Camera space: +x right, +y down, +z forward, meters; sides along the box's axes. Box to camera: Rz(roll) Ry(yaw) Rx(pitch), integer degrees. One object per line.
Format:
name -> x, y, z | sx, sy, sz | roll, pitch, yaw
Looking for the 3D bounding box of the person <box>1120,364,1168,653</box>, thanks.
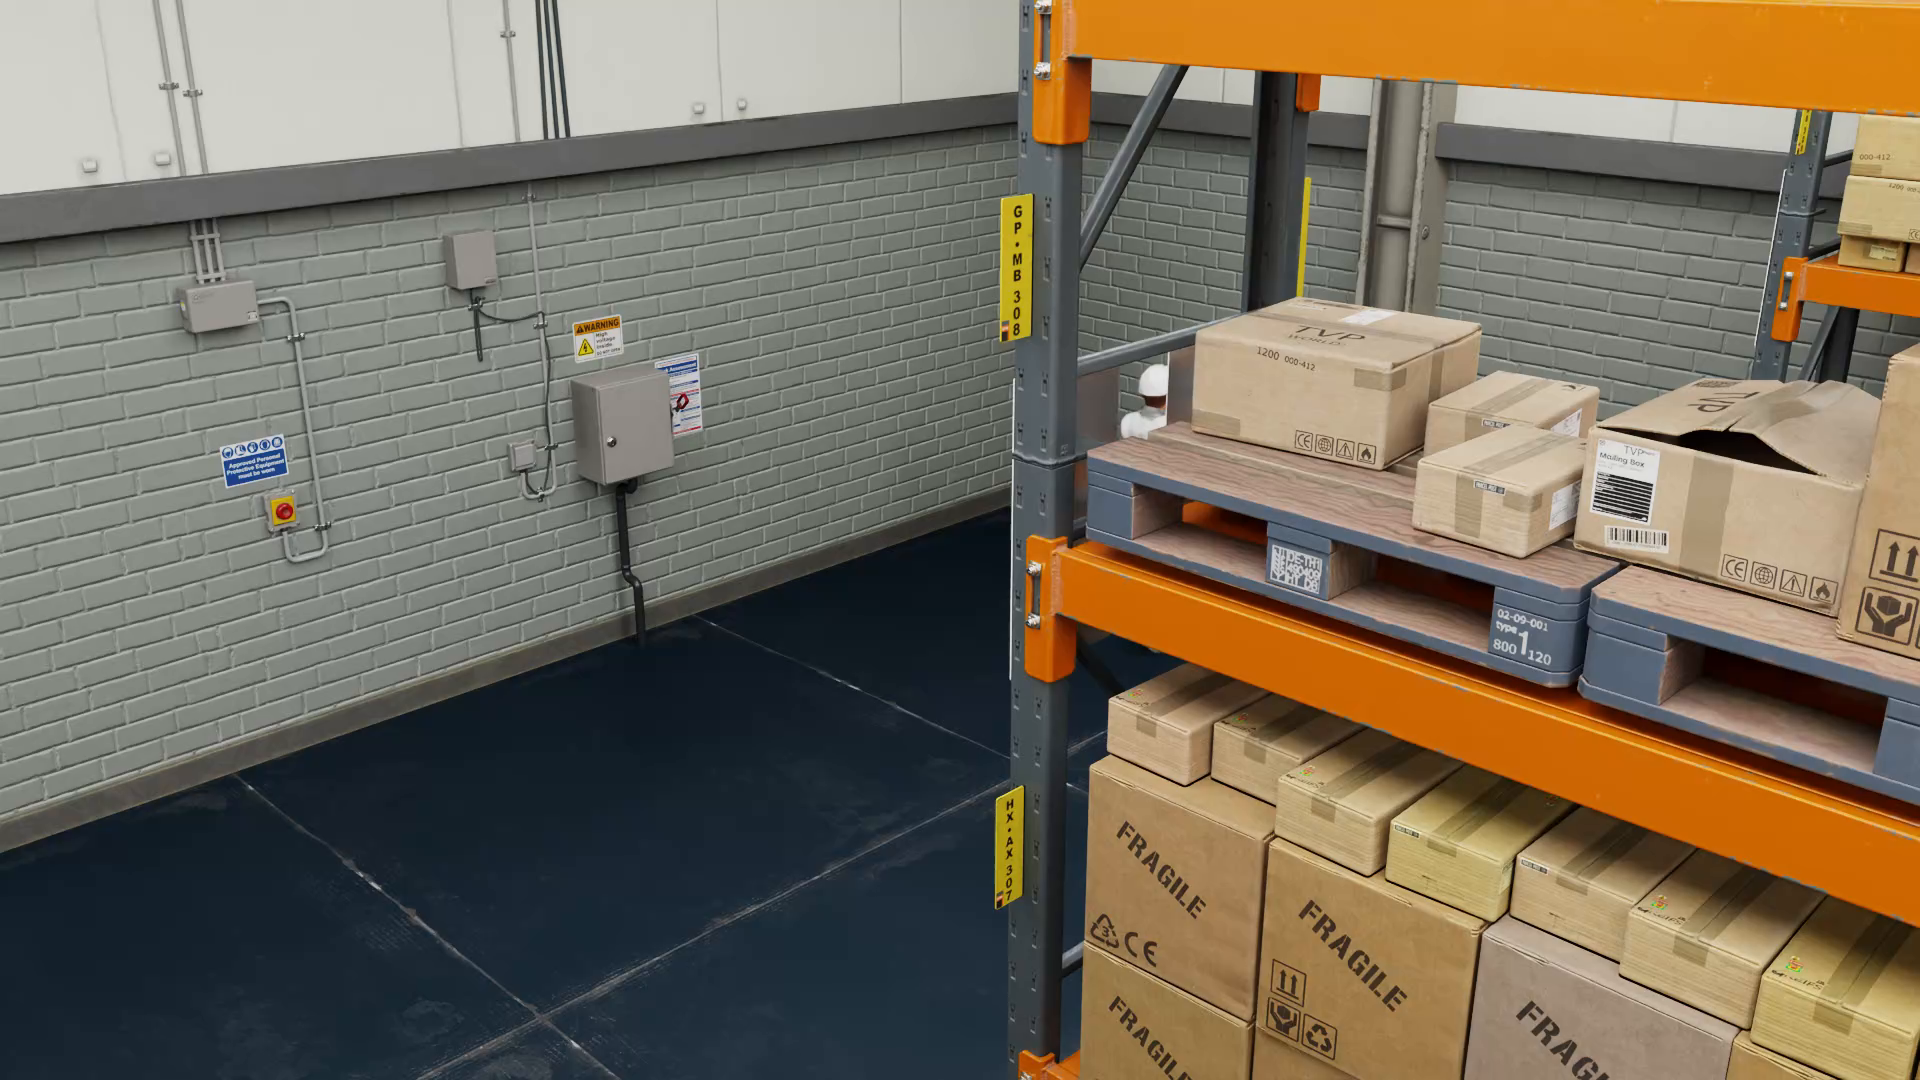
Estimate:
person -> 1.197, -0.206, 10.113 | 0.382, 1.774, 0.533 | -19, 27, -41
